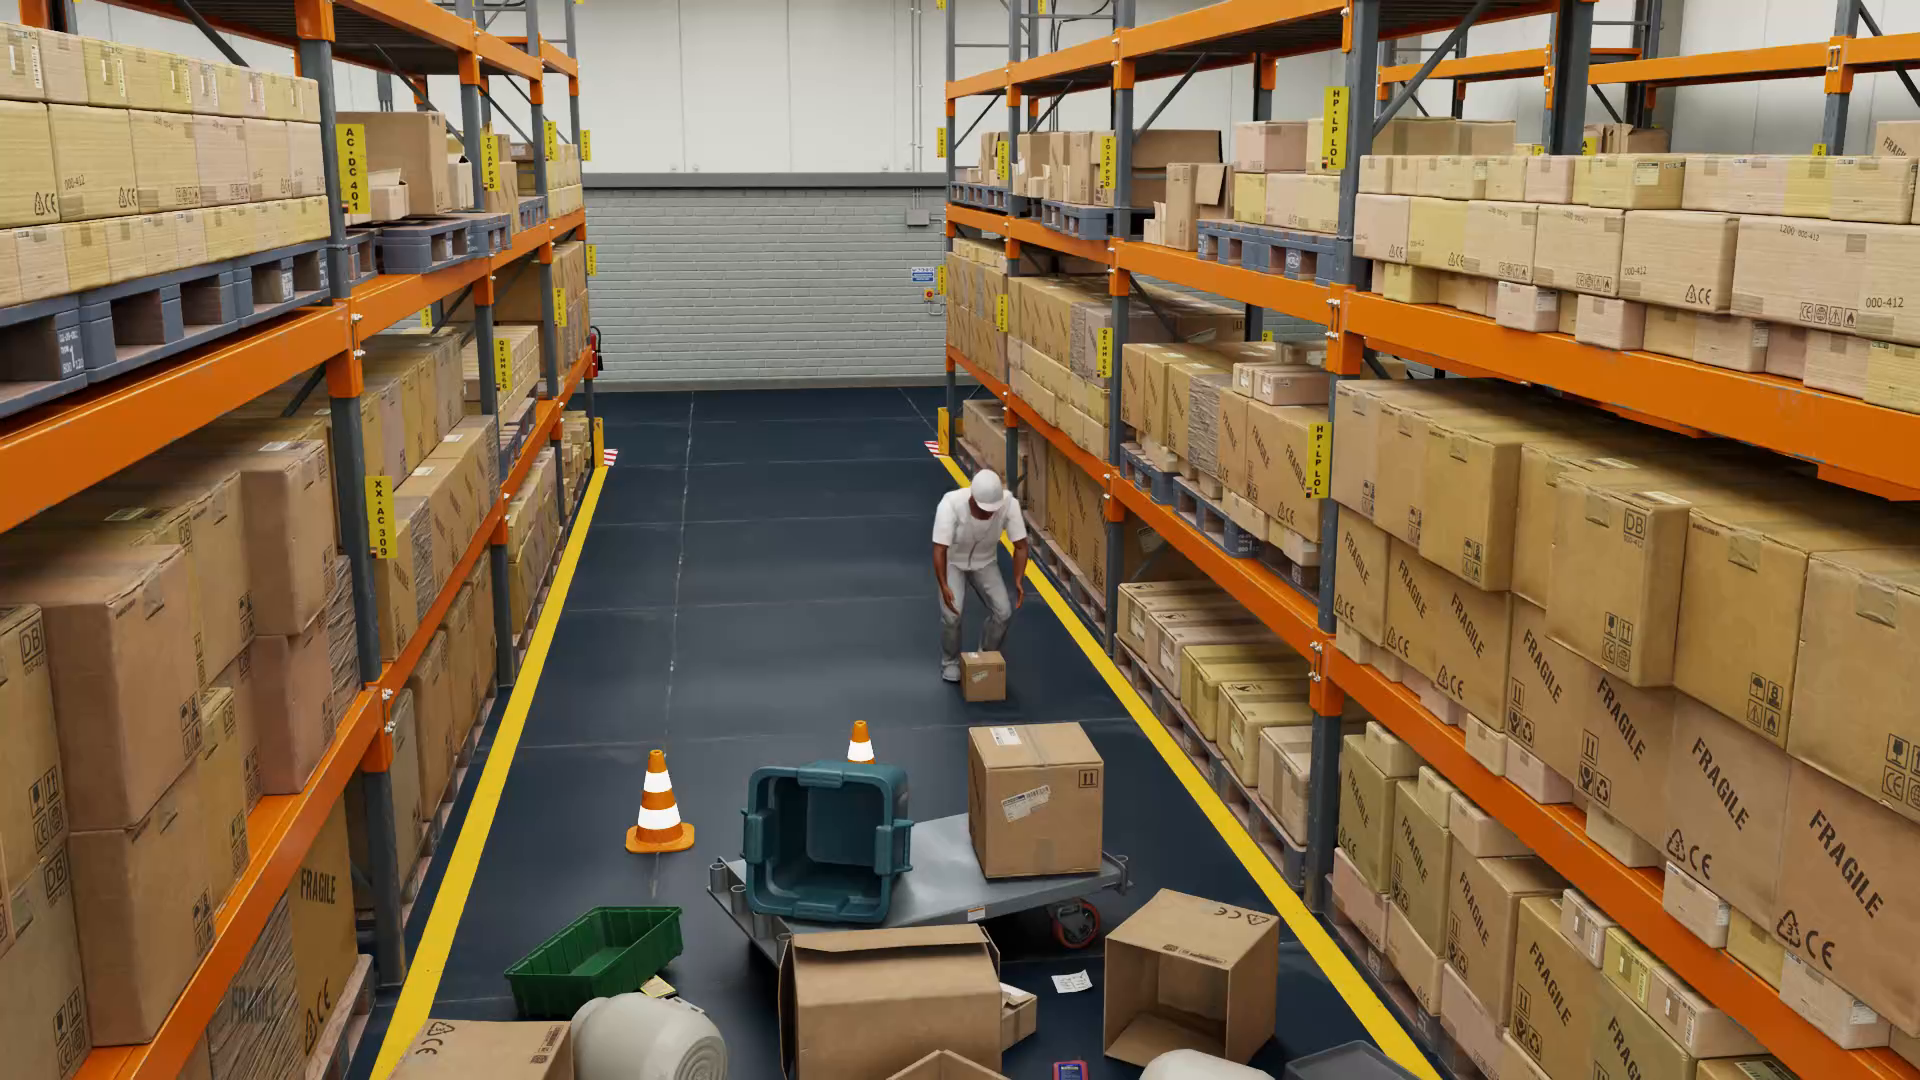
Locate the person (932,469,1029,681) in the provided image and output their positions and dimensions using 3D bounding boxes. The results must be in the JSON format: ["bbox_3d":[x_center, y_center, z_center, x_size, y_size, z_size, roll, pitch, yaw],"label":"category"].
[{"bbox_3d":[0.116,0.203,10.798,0.631,1.432,0.747,-3,13,-11],"label":"person"}]
